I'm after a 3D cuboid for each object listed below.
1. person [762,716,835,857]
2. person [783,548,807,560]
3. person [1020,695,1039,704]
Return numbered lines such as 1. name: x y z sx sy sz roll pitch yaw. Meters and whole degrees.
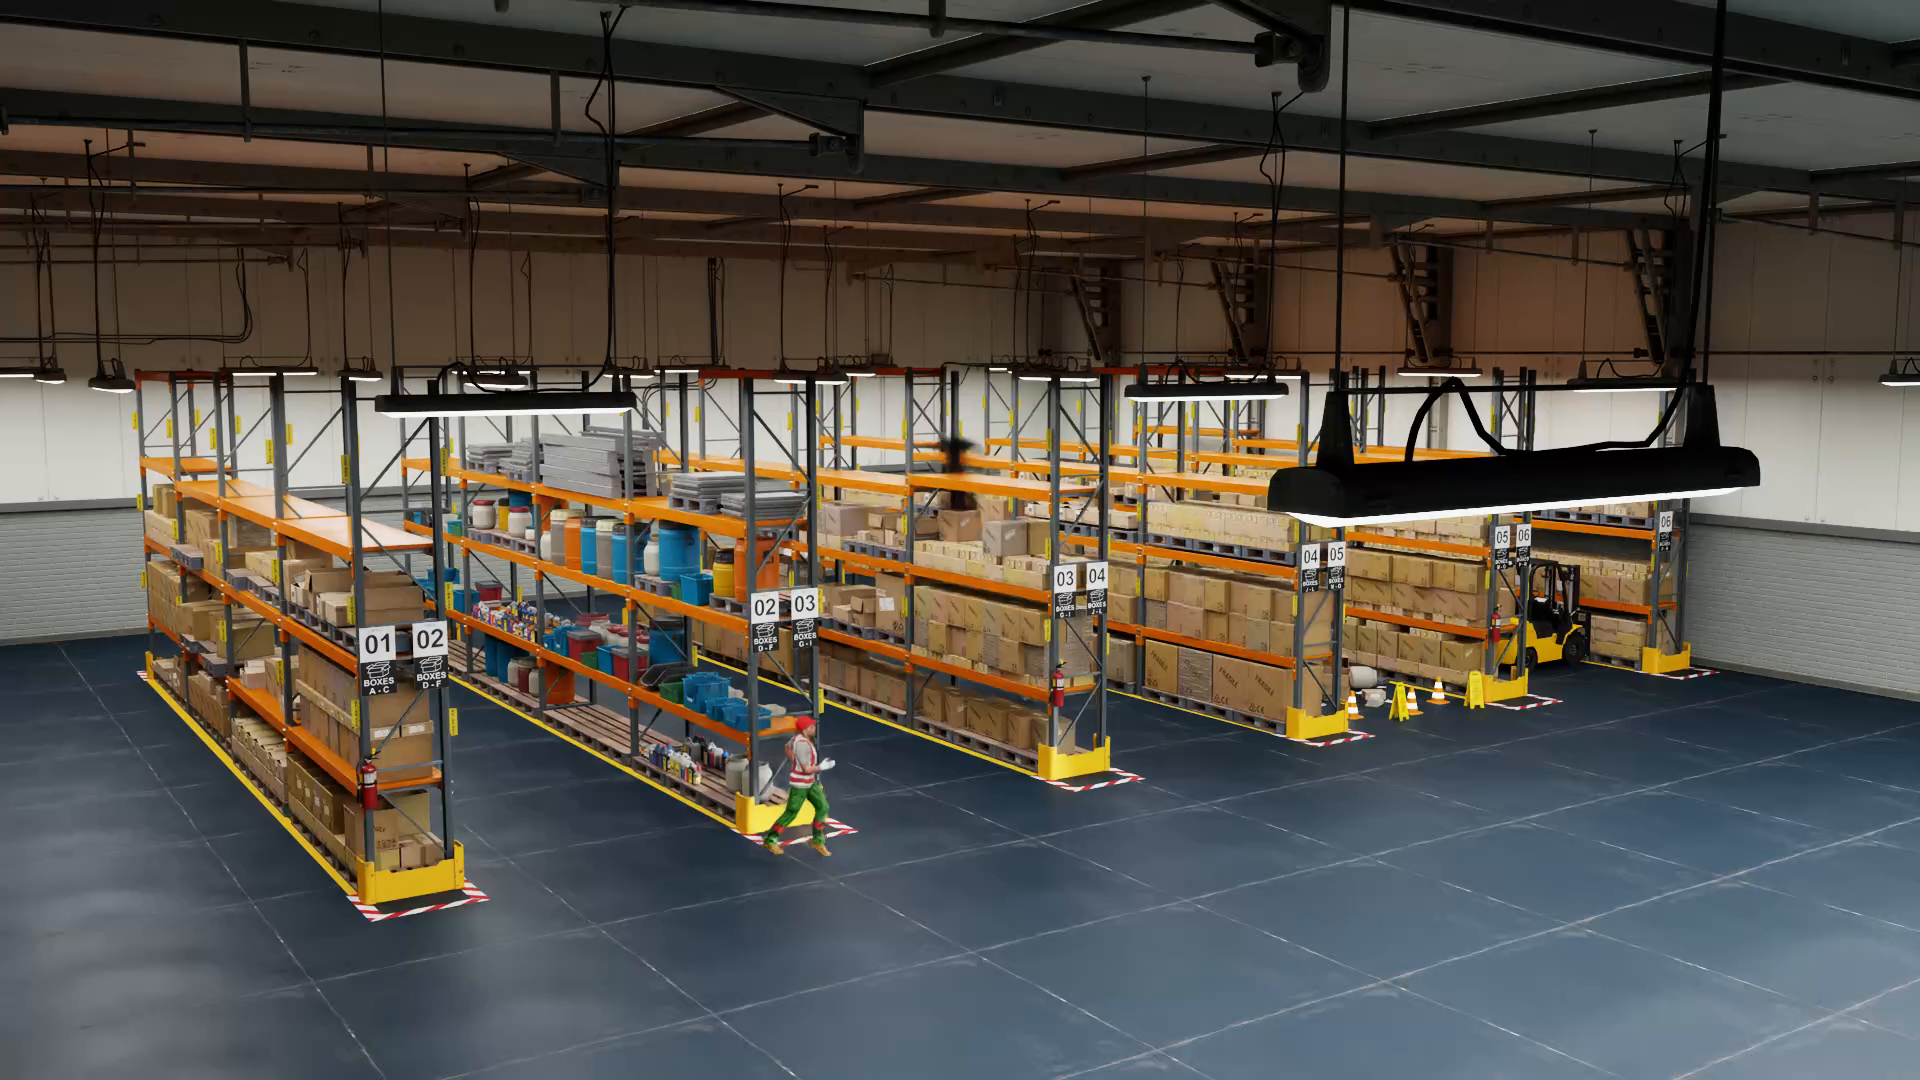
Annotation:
1. person: -2.010 3.096 20.849 0.930 1.831 0.659 1 6 6
2. person: -4.191 0.729 41.959 0.678 1.749 0.660 1 6 6
3. person: 1.378 2.149 30.047 0.610 1.617 0.762 -5 8 -37
